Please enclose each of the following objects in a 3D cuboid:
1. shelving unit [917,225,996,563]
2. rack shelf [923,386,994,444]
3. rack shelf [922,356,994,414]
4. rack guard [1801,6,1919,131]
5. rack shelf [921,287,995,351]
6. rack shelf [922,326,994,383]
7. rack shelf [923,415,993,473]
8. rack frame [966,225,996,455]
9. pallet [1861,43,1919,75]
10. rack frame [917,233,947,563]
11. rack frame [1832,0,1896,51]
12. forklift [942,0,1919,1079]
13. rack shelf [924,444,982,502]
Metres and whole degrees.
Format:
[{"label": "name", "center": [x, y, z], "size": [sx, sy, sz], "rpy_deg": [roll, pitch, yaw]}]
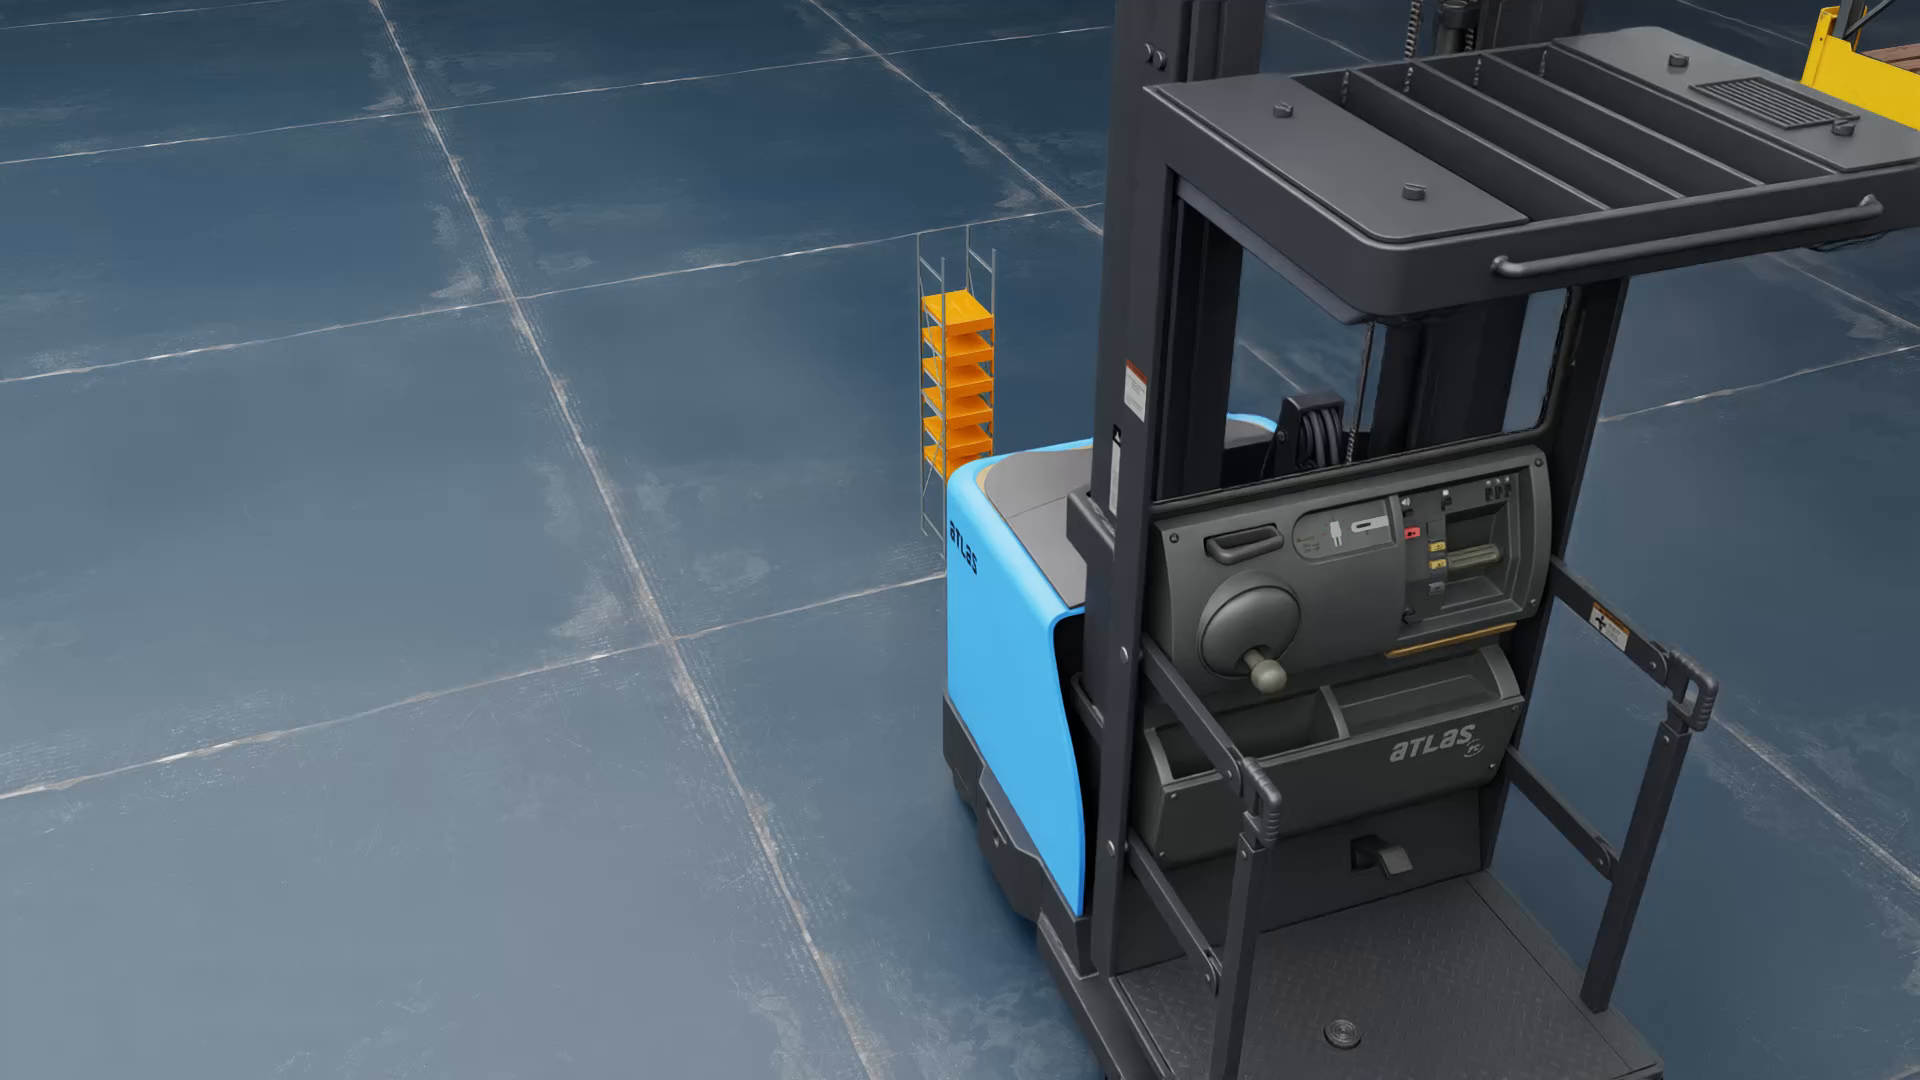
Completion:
[{"label": "shelving unit", "center": [-0.013, -0.500, 5.918], "size": [0.189, 1.200, 0.258], "rpy_deg": [-13, 35, -19]}, {"label": "rack shelf", "center": [-0.013, -0.463, 5.942], "size": [0.180, 0.103, 0.258], "rpy_deg": [-13, 35, -19]}, {"label": "rack shelf", "center": [-0.013, -0.563, 5.877], "size": [0.180, 0.103, 0.258], "rpy_deg": [-13, 35, -19]}, {"label": "rack guard", "center": [5.774, -2.872, 10.206], "size": [0.348, 0.500, 1.175], "rpy_deg": [-13, 35, -19]}, {"label": "rack shelf", "center": [-0.013, -0.764, 5.746], "size": [0.180, 0.103, 0.258], "rpy_deg": [-13, 35, -19]}, {"label": "rack shelf", "center": [-0.013, -0.664, 5.811], "size": [0.180, 0.103, 0.258], "rpy_deg": [-13, 35, -19]}, {"label": "rack shelf", "center": [-0.013, -0.362, 6.008], "size": [0.180, 0.103, 0.258], "rpy_deg": [-13, 35, -19]}, {"label": "rack frame", "center": [0.071, -0.519, 5.948], "size": [0.006, 1.200, 0.240], "rpy_deg": [-13, 35, -19]}, {"label": "pallet", "center": [6.525, -2.920, 10.544], "size": [1.213, 0.211, 1.003], "rpy_deg": [-13, 35, -19]}, {"label": "rack frame", "center": [-0.098, -0.481, 5.888], "size": [0.006, 1.200, 0.240], "rpy_deg": [-13, 35, -19]}, {"label": "rack frame", "center": [5.722, -3.880, 9.463], "size": [0.127, 3.000, 1.000], "rpy_deg": [-13, 35, -19]}, {"label": "forklift", "center": [0.932, 0.123, 3.374], "size": [1.130, 2.935, 3.031], "rpy_deg": [-11, 35, -17]}, {"label": "rack shelf", "center": [-0.013, -0.261, 6.073], "size": [0.180, 0.103, 0.258], "rpy_deg": [-13, 35, -19]}]
